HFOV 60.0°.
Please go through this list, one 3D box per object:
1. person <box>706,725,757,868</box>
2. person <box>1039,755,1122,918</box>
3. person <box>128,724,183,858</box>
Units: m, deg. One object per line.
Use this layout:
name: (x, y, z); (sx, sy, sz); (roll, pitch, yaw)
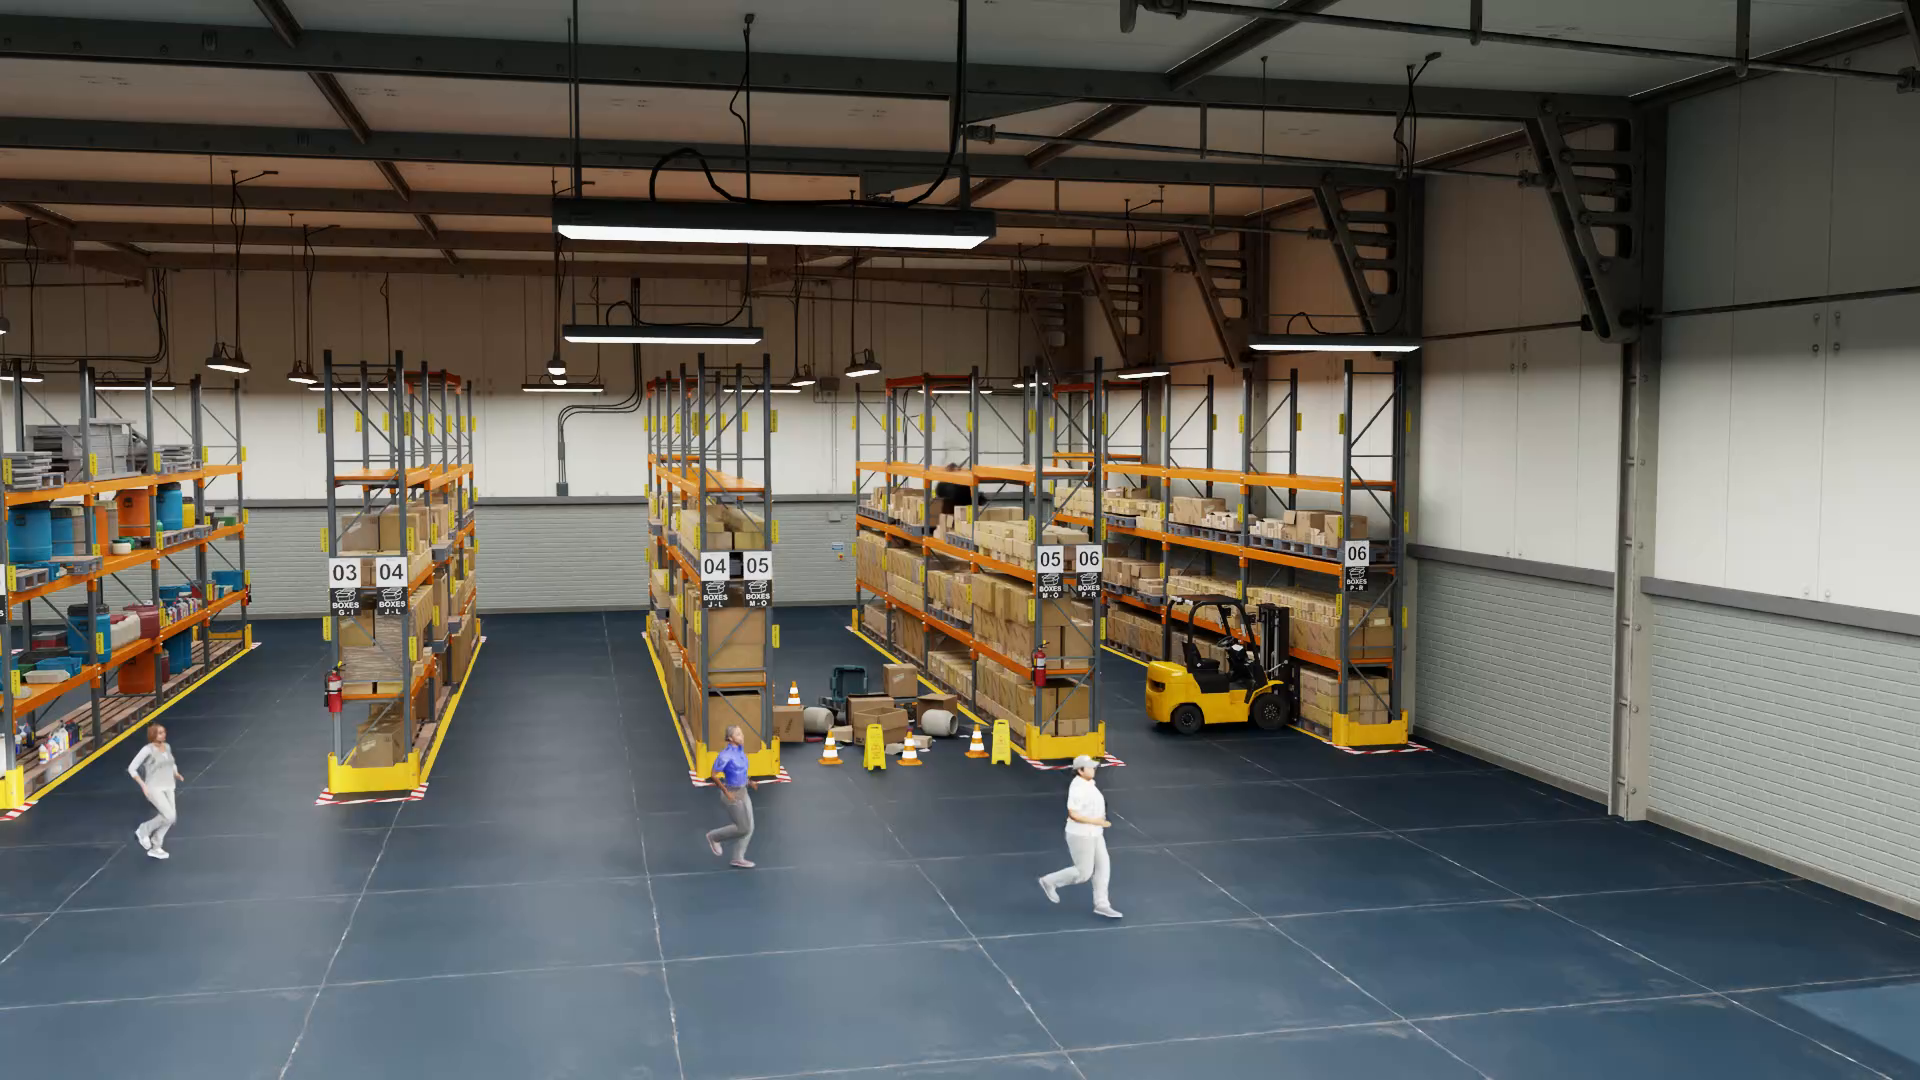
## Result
person: (-2.576, 2.990, 18.827); (0.575, 1.407, 0.591); (1, 4, 19)
person: (1.241, 3.006, 16.930); (0.849, 1.659, 0.607); (1, 4, 20)
person: (-9.217, 2.897, 19.175); (0.536, 1.558, 0.536); (1, 4, 16)
